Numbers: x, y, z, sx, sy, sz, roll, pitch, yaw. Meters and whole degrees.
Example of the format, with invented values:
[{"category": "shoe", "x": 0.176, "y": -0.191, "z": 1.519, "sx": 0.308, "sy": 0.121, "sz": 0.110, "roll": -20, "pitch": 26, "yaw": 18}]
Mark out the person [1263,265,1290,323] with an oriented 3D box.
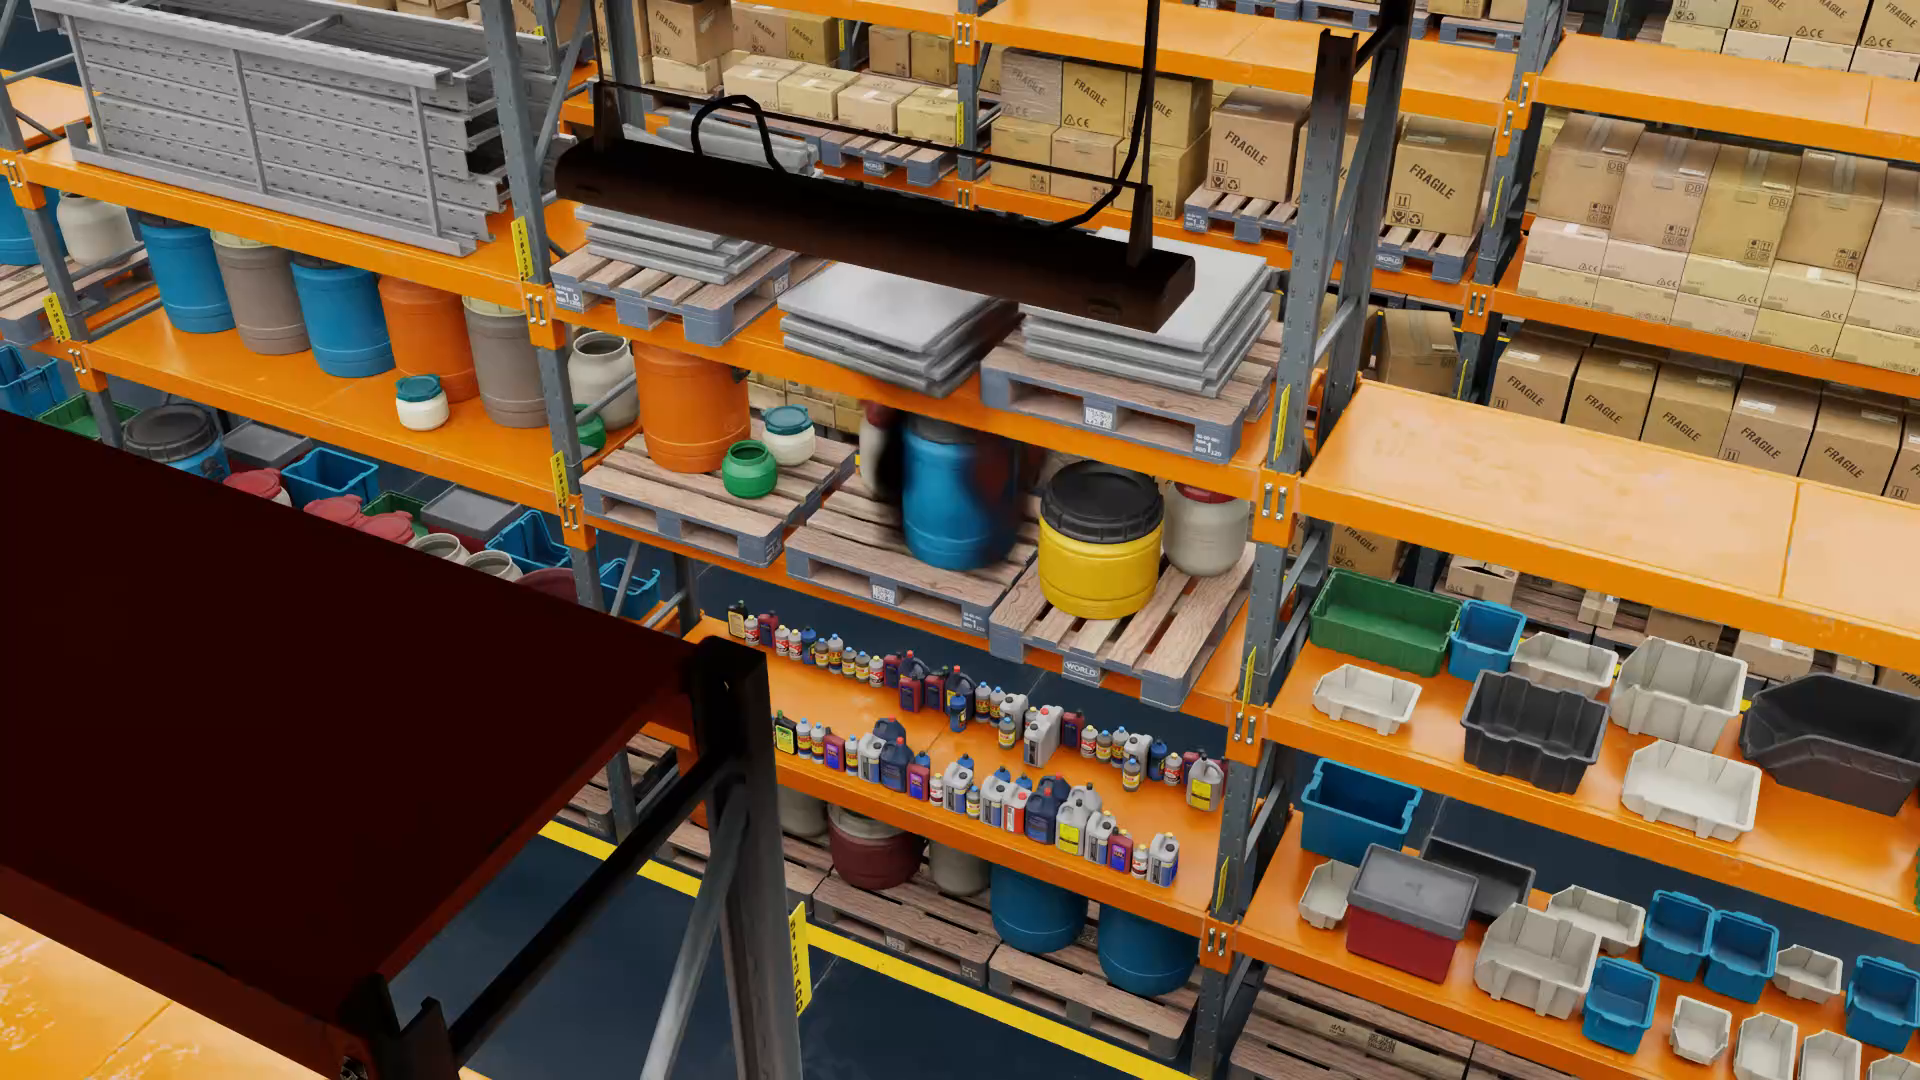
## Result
[{"category": "person", "x": 3.102, "y": -2.618, "z": 16.122, "sx": 0.472, "sy": 1.704, "sz": 0.422, "roll": -12, "pitch": 37, "yaw": -16}]
